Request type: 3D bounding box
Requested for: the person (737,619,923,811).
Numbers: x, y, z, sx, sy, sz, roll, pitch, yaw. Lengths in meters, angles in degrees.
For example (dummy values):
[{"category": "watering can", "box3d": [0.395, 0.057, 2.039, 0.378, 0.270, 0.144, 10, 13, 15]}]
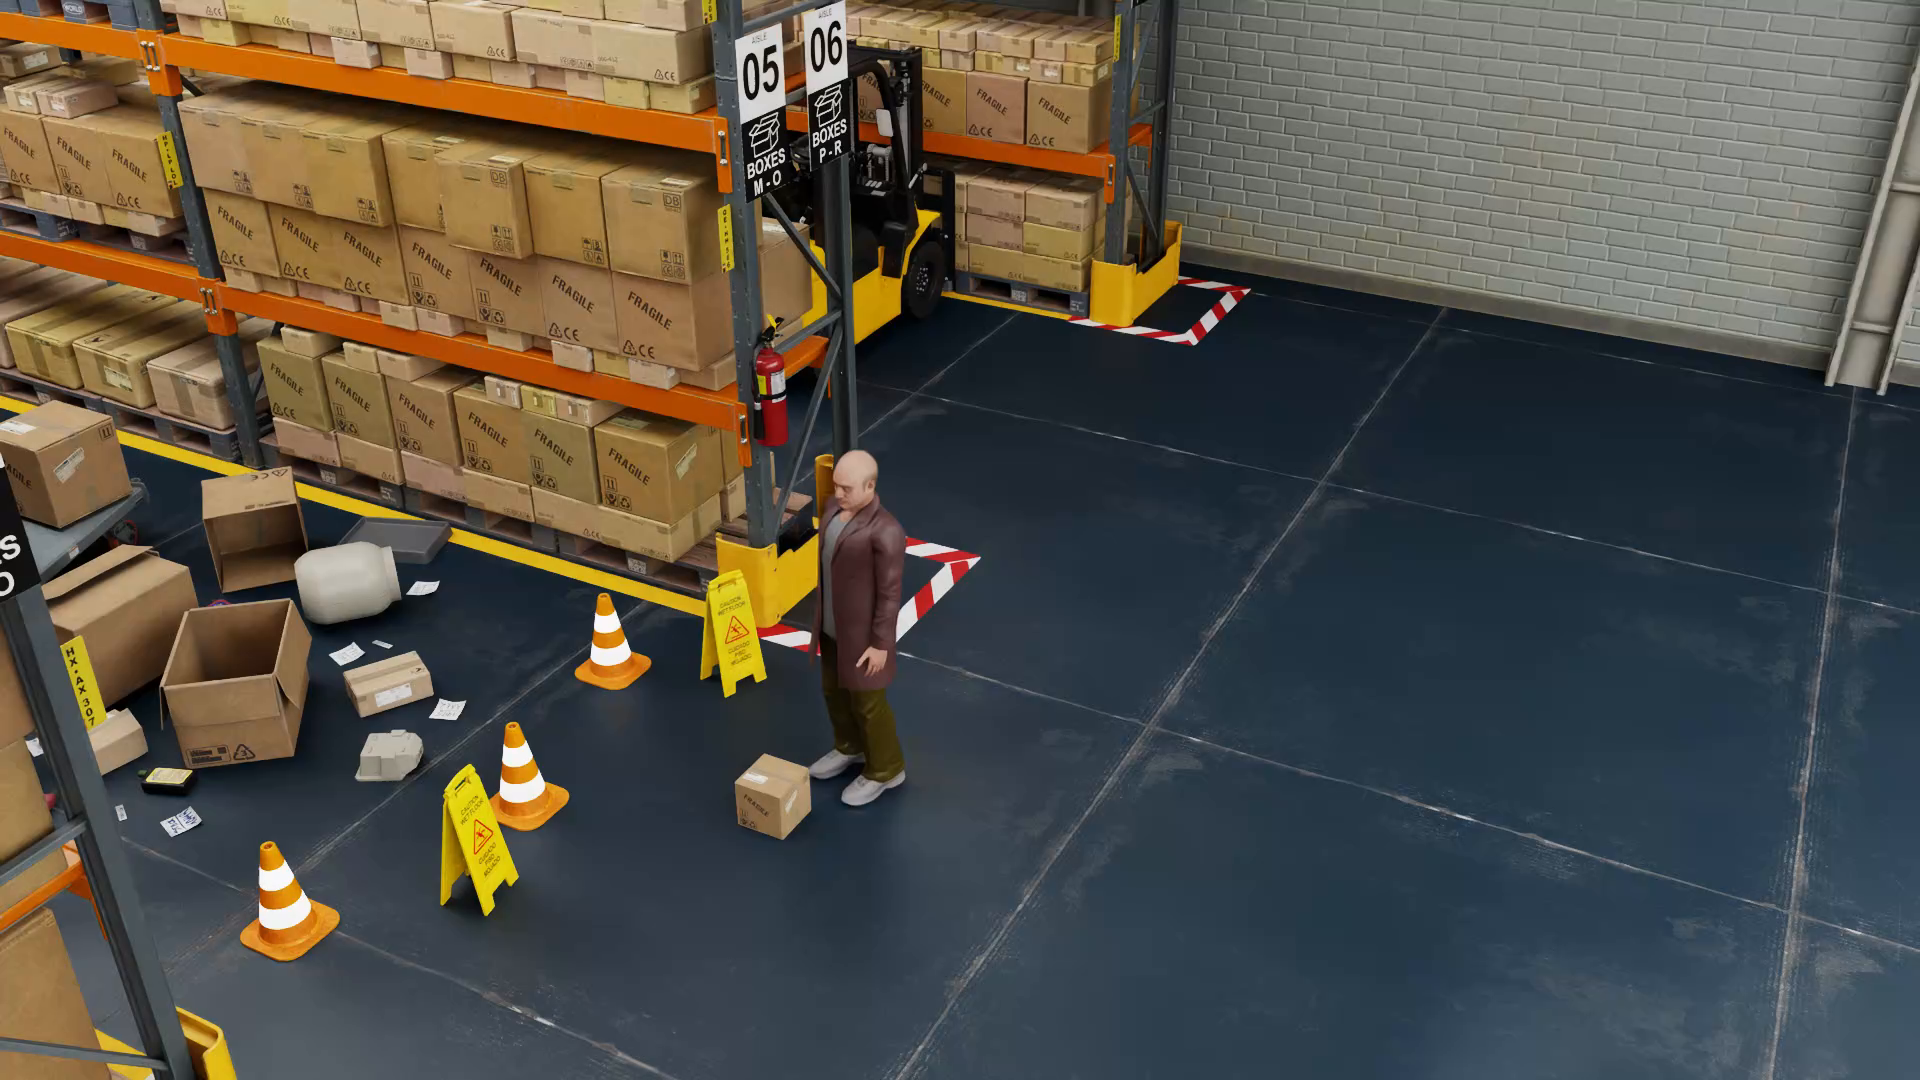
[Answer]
[{"category": "person", "box3d": [-0.573, 0.768, 7.747, 0.904, 1.005, 0.611, -21, 36, -32]}]
